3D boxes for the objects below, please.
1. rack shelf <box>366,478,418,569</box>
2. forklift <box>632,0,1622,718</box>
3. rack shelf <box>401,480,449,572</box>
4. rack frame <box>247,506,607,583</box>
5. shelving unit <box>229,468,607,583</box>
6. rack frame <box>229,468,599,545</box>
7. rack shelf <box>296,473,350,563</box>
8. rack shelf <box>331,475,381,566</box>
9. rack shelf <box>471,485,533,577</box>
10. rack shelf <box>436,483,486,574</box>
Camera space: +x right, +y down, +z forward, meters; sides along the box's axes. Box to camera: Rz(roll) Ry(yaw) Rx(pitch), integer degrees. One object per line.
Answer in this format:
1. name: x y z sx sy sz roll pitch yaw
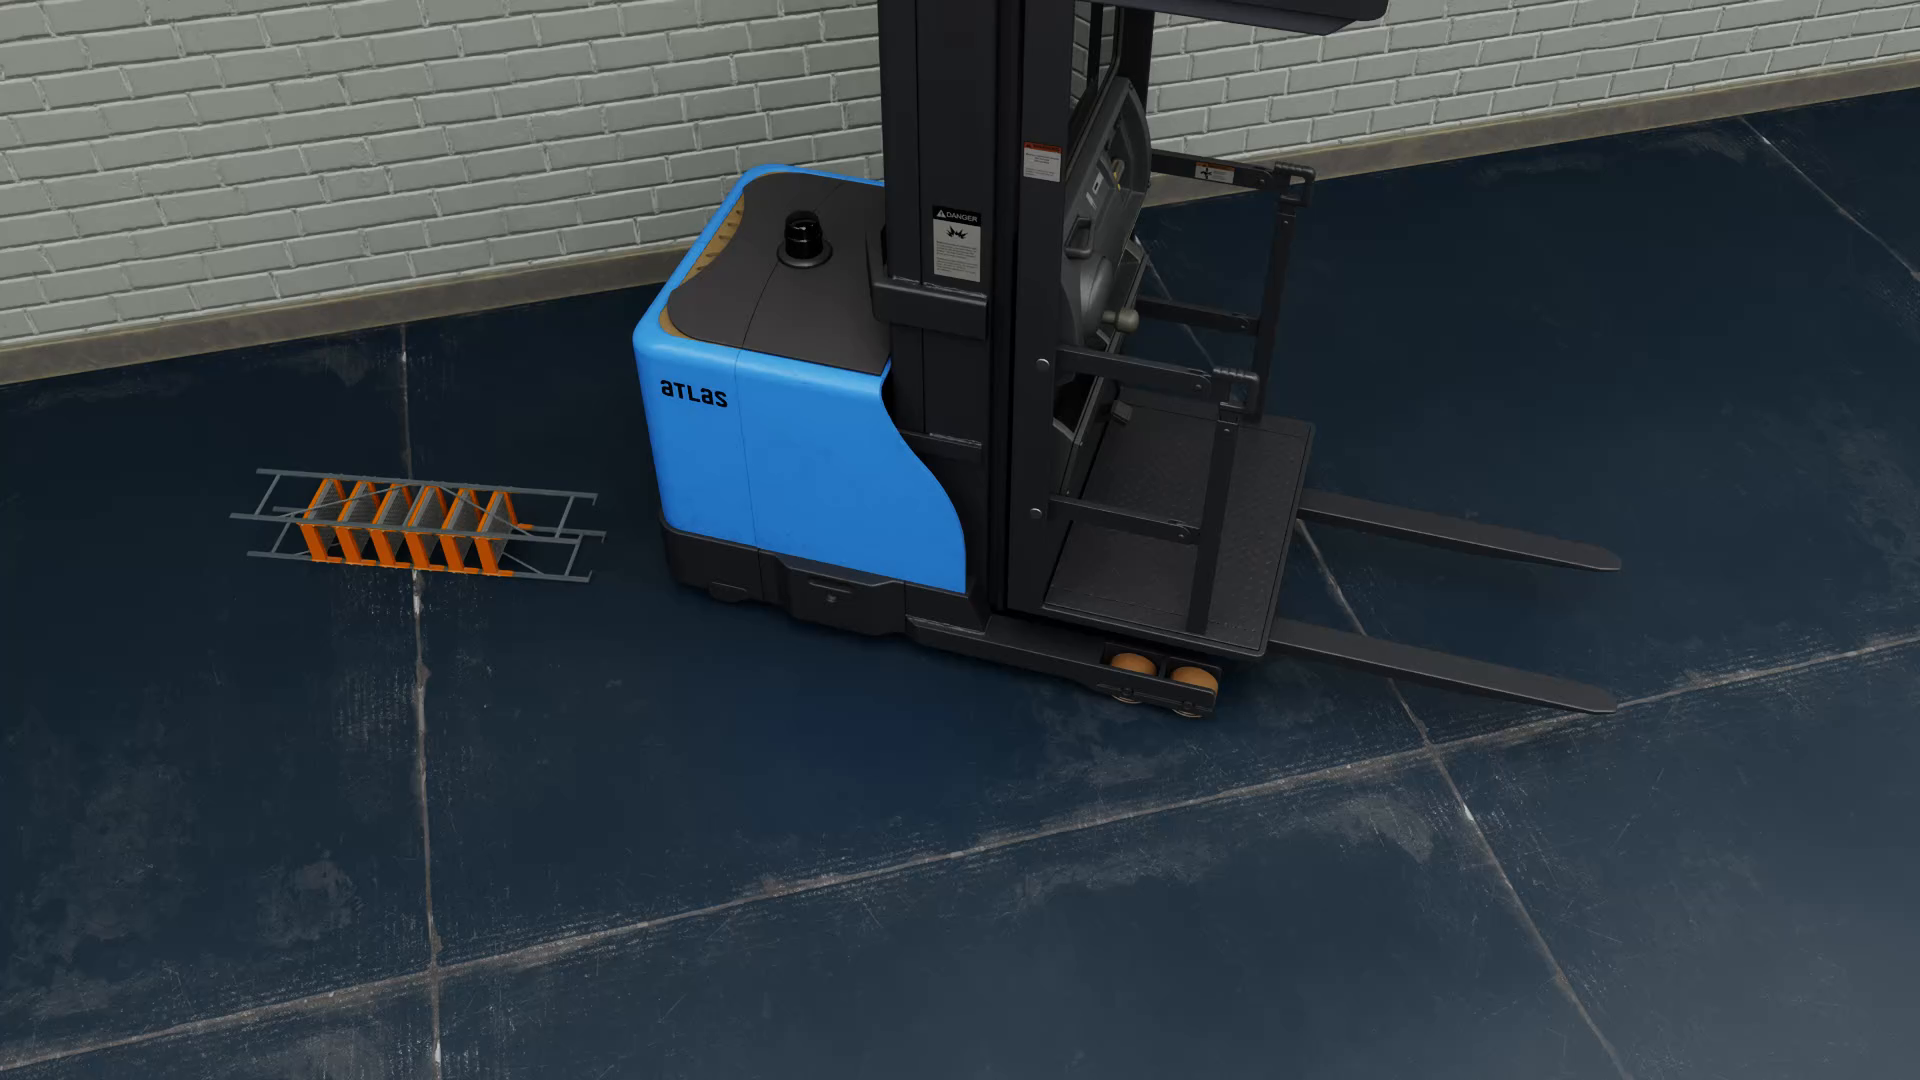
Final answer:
1. rack shelf: -1.909 -0.057 5.669 0.103 0.180 0.258 4 46 5
2. forklift: 0.596 -0.898 4.577 3.031 2.935 1.130 12 47 12
3. rack shelf: -1.790 -0.048 5.659 0.103 0.180 0.258 4 46 5
4. rack frame: -1.833 0.013 5.728 1.200 0.006 0.240 4 46 5
5. shelving unit: -1.834 -0.051 5.663 1.200 0.189 0.258 4 46 5
6. rack frame: -1.834 -0.115 5.598 1.200 0.006 0.240 4 46 5
7. rack shelf: -2.148 -0.075 5.689 0.103 0.180 0.258 4 46 5
8. rack shelf: -2.028 -0.066 5.679 0.103 0.180 0.258 4 46 5
9. rack shelf: -1.551 -0.030 5.640 0.103 0.180 0.258 4 46 5
10. rack shelf: -1.670 -0.039 5.650 0.103 0.180 0.258 4 46 5
